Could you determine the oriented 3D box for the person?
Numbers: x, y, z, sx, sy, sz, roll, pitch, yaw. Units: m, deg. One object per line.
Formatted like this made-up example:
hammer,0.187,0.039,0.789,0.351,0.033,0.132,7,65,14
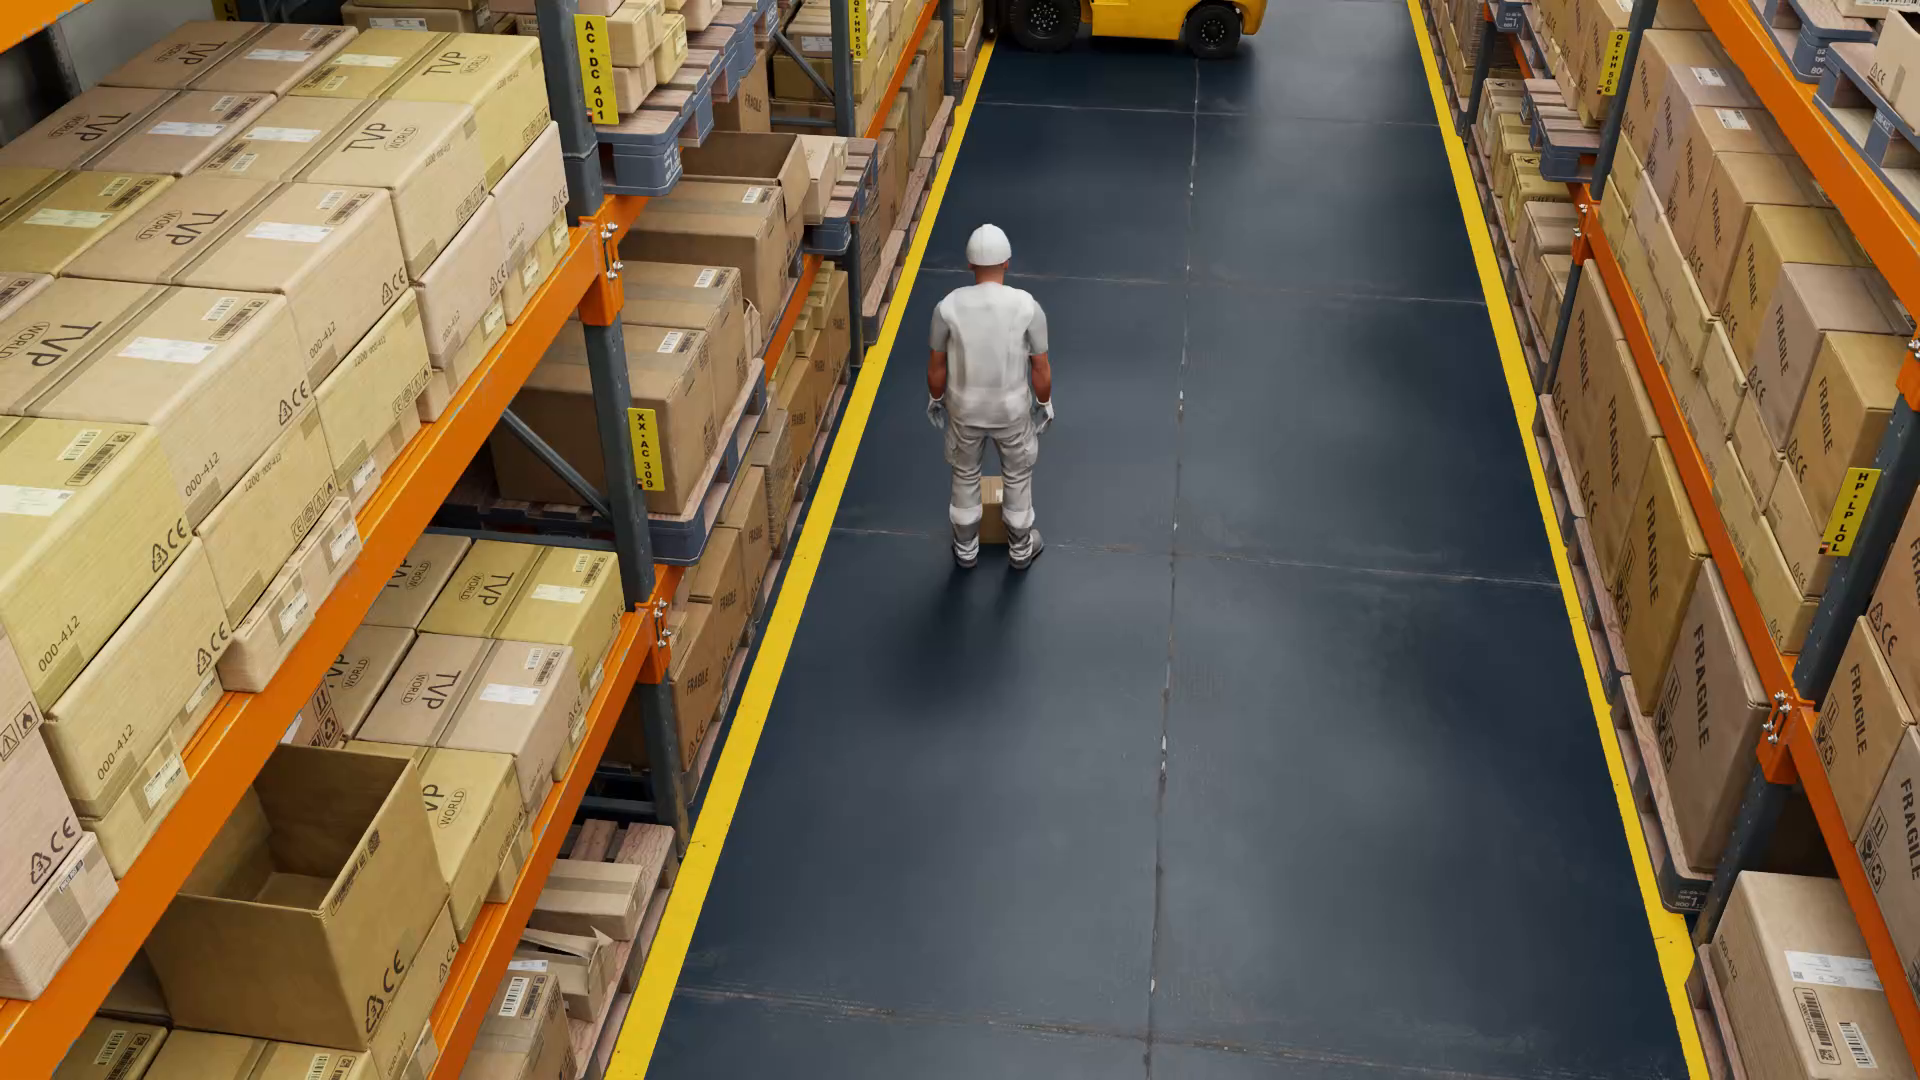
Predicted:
person,0.144,-0.644,7.920,0.609,1.779,0.454,3,36,5
